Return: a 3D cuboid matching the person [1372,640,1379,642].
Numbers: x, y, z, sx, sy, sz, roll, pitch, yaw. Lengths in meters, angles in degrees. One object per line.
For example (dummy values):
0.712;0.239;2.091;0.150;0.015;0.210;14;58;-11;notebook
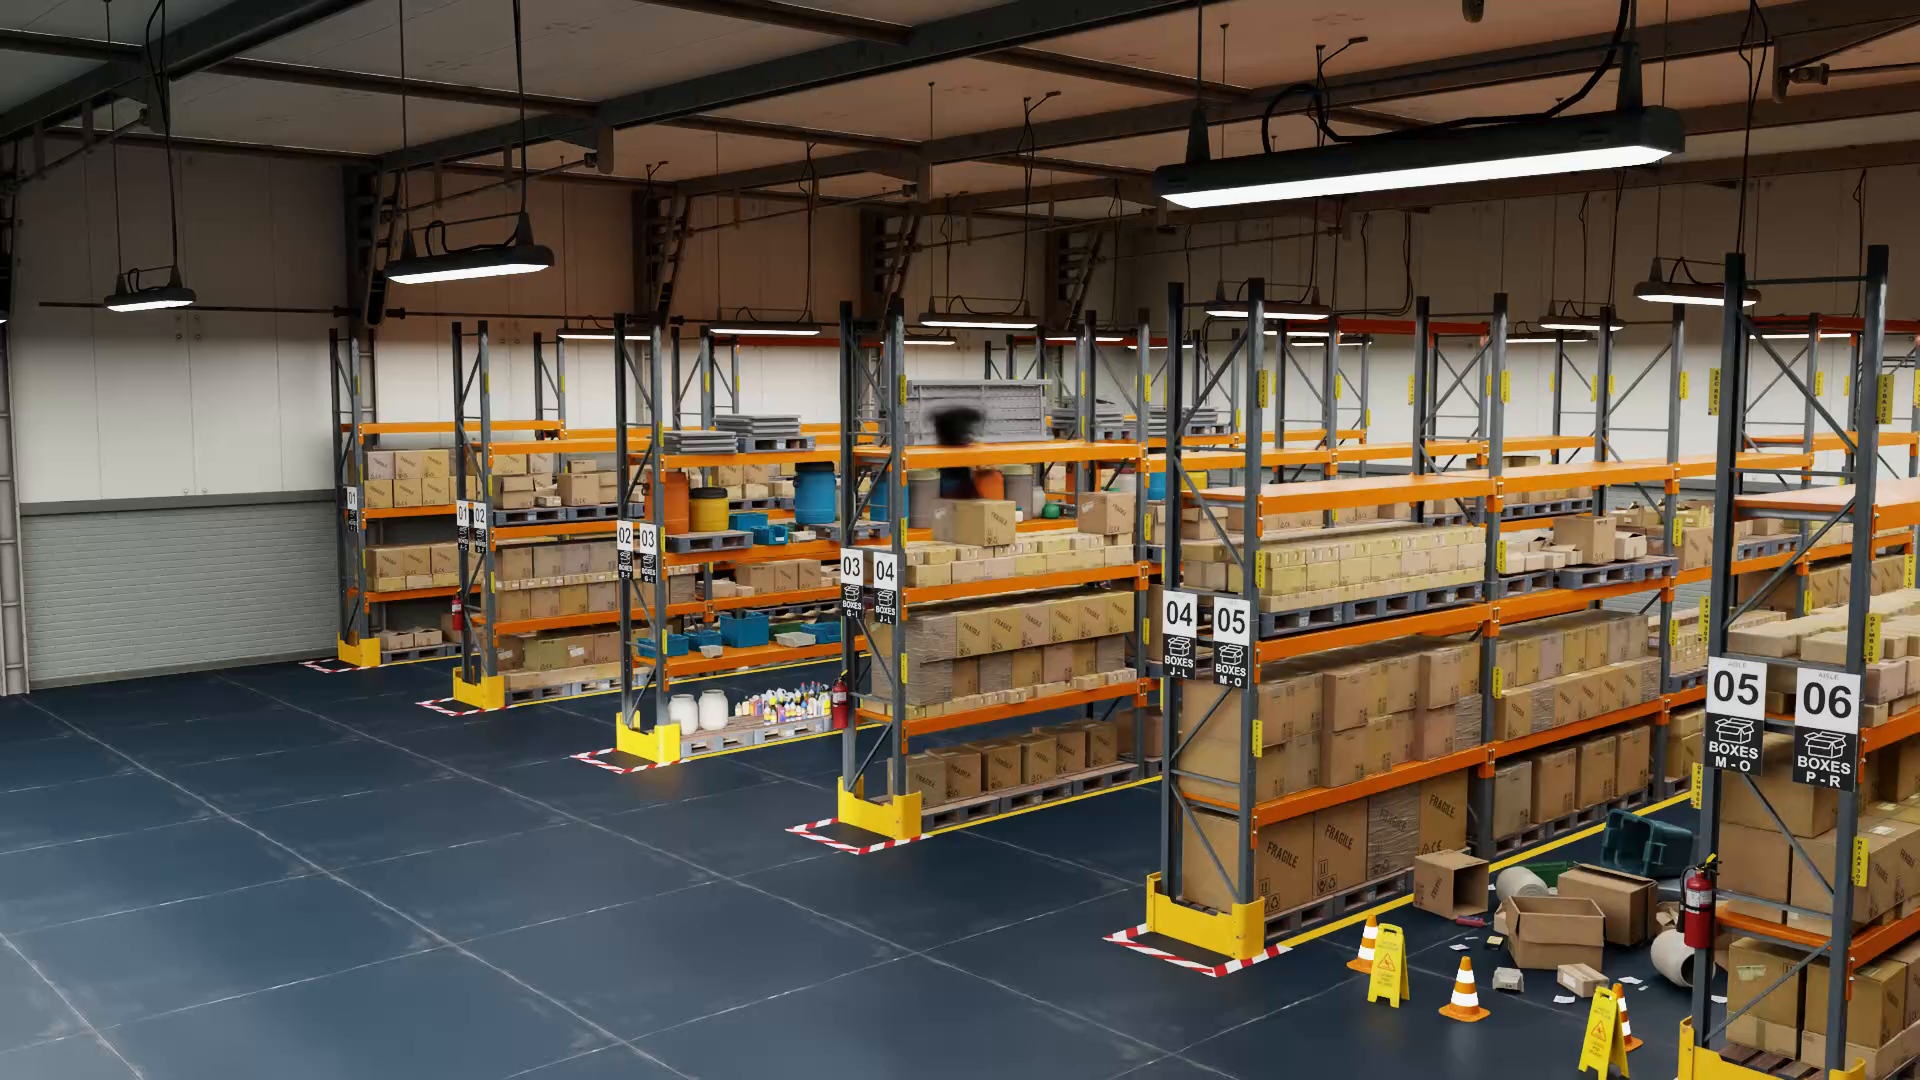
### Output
5.712;2.044;22.666;0.794;1.784;0.663;-5;7;-40;person
